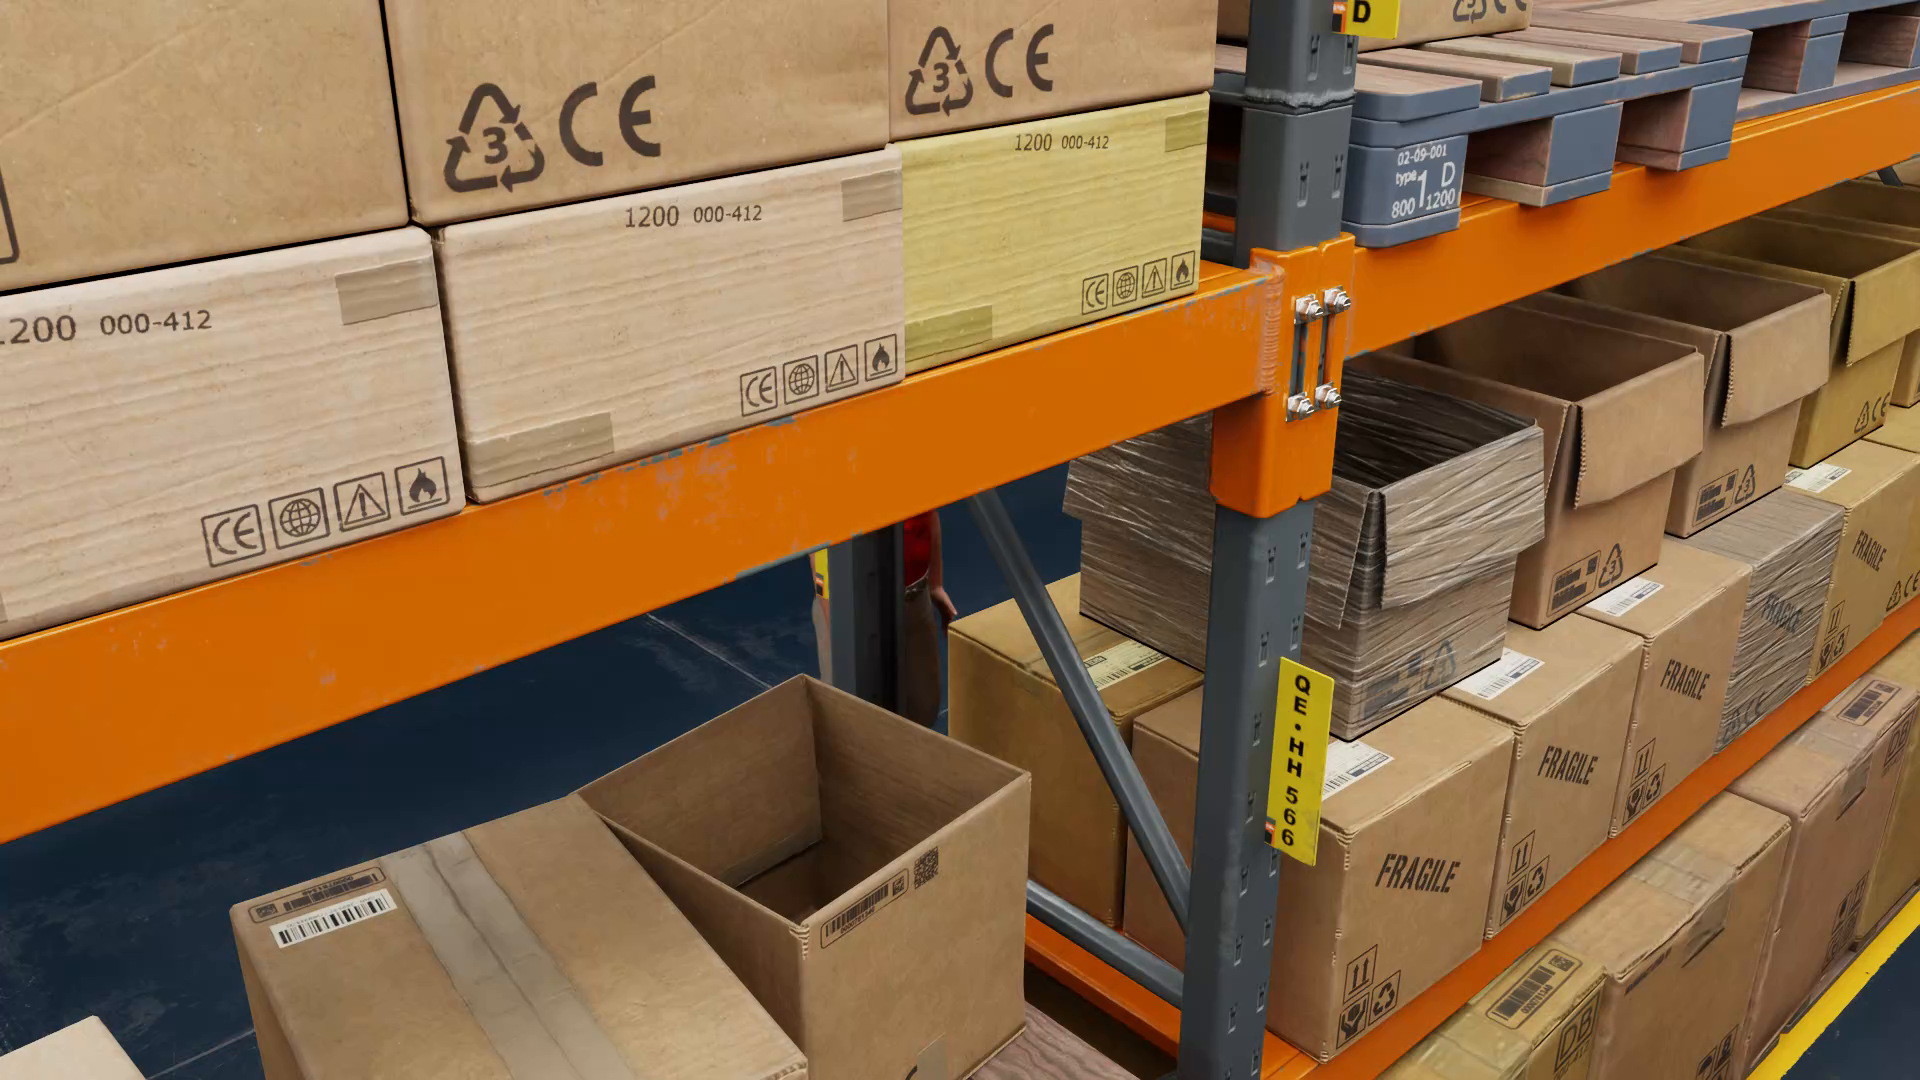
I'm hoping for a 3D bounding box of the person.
[{"bbox_3d":[-0.258,0.242,5.611,0.536,1.715,0.336,-20,31,-38],"label":"person"}]
